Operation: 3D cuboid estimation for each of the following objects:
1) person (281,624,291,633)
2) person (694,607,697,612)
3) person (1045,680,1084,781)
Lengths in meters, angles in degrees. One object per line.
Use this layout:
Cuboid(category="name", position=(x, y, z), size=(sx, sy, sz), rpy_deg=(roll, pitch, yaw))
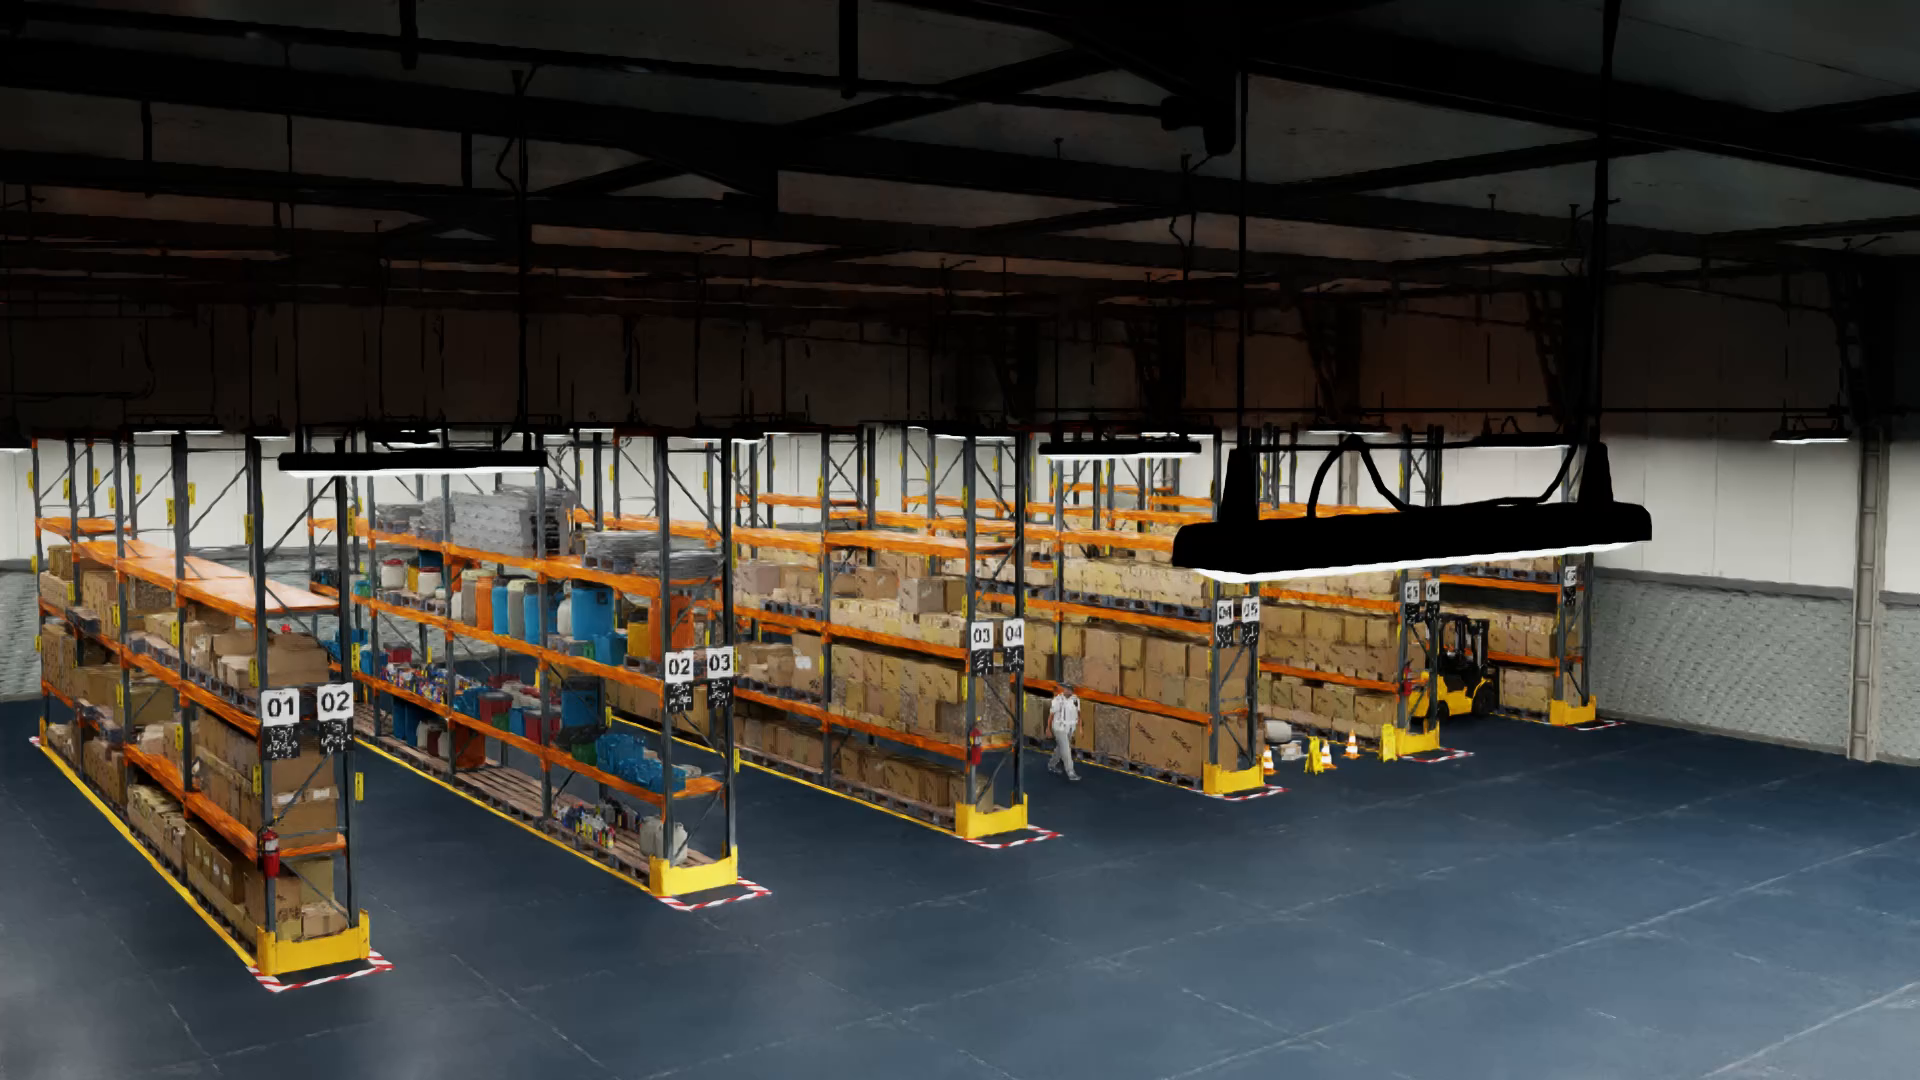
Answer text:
Cuboid(category="person", position=(-14.483, 2.664, 35.814), size=(0.591, 1.746, 0.979), rpy_deg=(-1, 5, -15))
Cuboid(category="person", position=(-6.184, 2.415, 38.450), size=(0.669, 1.766, 0.390), rpy_deg=(4, 6, 42))
Cuboid(category="person", position=(1.833, 3.235, 28.559), size=(0.556, 1.700, 1.030), rpy_deg=(-3, 6, -37))
